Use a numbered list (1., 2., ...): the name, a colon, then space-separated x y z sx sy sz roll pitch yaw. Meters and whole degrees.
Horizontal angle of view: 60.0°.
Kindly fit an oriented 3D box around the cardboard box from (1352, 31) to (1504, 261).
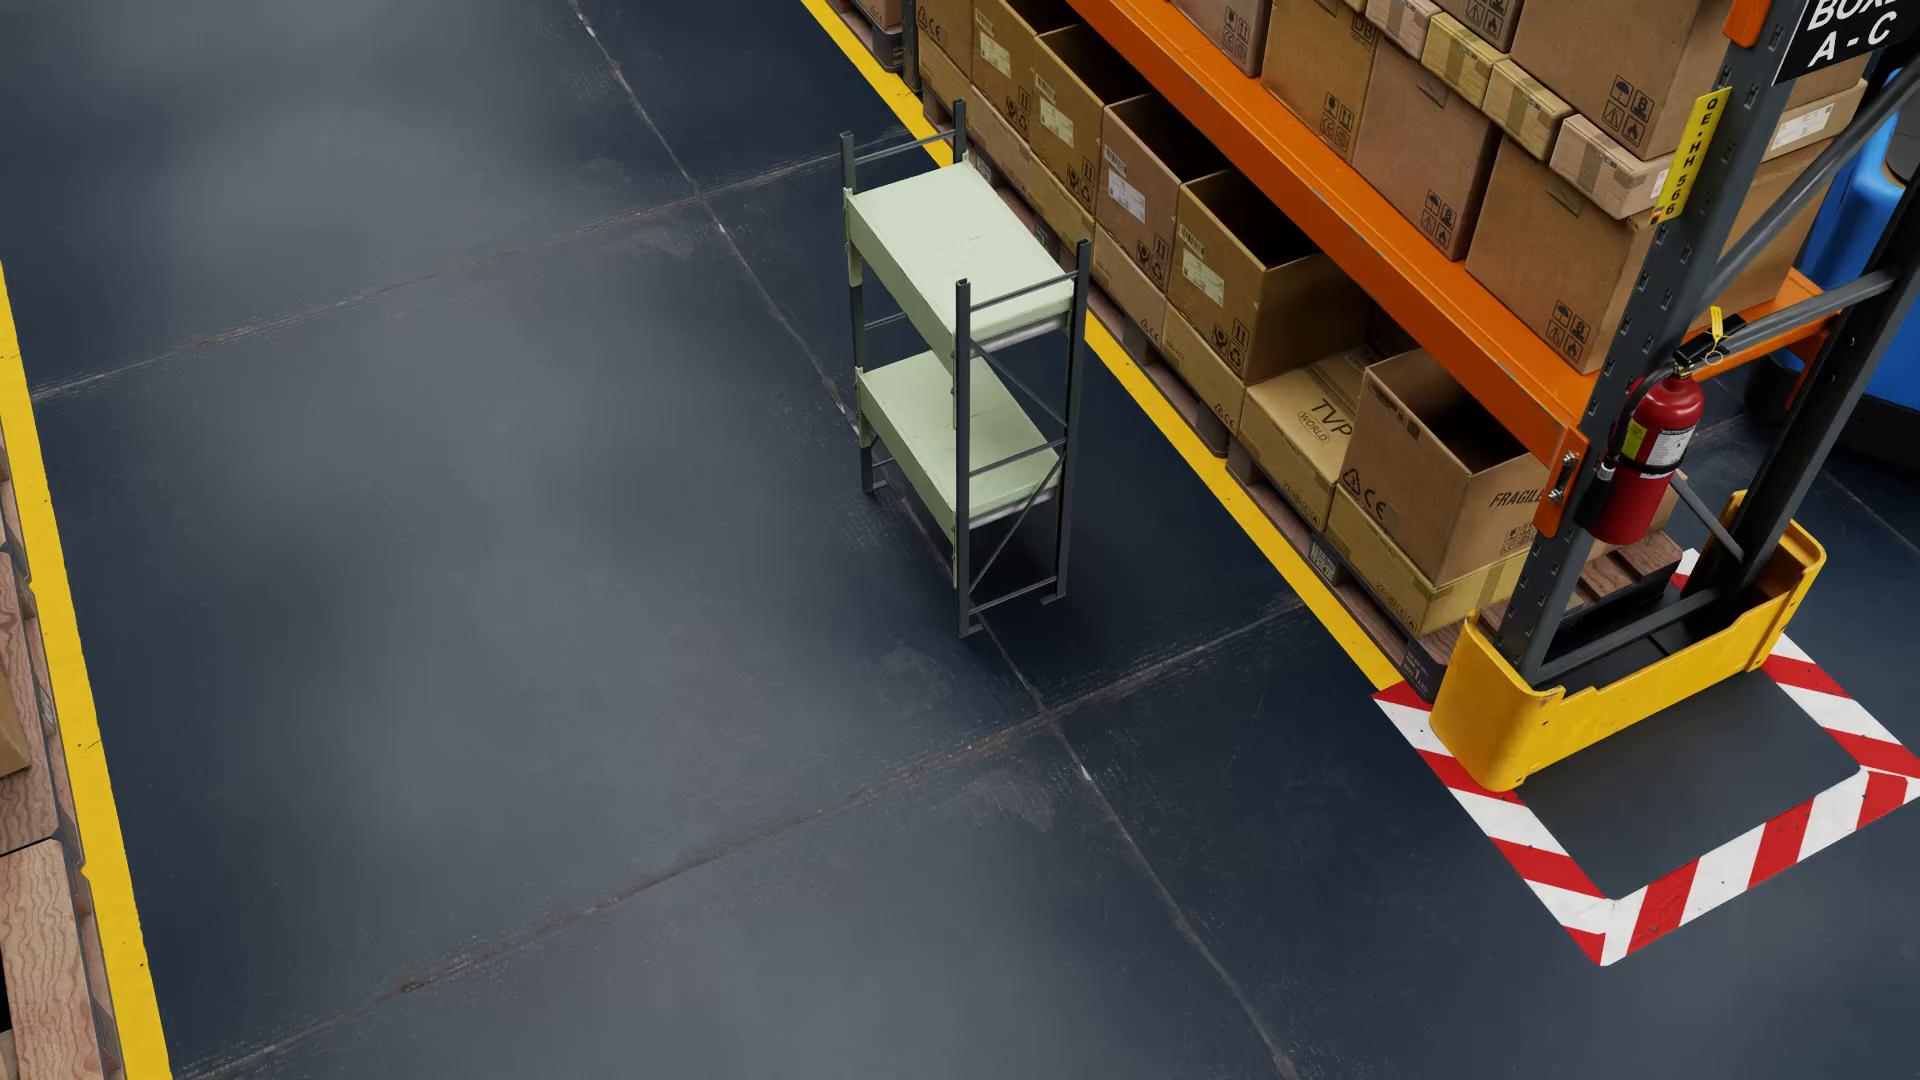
1. cardboard box: 1.597 -1.232 4.768 0.700 0.500 0.500 -20 52 -17

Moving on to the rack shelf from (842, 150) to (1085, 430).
1. rack shelf: 0.003 -0.746 4.888 0.431 0.370 0.720 -21 52 -18

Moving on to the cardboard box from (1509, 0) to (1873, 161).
1. cardboard box: 1.817 -1.344 4.005 0.700 0.500 0.500 -21 52 -17

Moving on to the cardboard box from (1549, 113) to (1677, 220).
1. cardboard box: 1.700 -0.969 4.107 0.380 0.149 0.250 -22 52 -18

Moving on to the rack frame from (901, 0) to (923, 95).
1. rack frame: 0.213 -3.209 6.564 1.000 3.000 0.127 -21 52 -18

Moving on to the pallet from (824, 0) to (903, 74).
1. pallet: -0.158 -2.771 8.033 1.003 0.211 1.213 -21 52 -18

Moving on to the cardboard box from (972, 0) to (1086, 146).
1. cardboard box: 0.383 -1.939 6.503 0.500 0.500 0.500 -21 52 -18

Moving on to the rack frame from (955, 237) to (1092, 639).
1. rack frame: 0.171 -0.244 4.967 0.400 1.500 0.023 -21 52 -18

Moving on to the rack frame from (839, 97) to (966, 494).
1. rack frame: -0.164 -0.734 5.396 0.400 1.500 0.023 -21 52 -18

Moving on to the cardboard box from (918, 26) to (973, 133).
1. cardboard box: 0.156 -2.027 7.078 0.500 0.250 0.500 -21 52 -18

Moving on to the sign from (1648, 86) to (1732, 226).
1. sign: 1.555 -0.814 3.542 0.100 0.325 0.005 -21 52 -18

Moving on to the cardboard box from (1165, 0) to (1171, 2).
1. cardboard box: 0.895 -2.259 5.667 0.700 0.500 0.500 -20 52 -17

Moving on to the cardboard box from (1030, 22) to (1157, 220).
1. cardboard box: 0.605 -1.602 6.208 0.500 0.500 0.500 -21 52 -18

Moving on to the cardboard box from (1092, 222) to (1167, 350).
1. cardboard box: 0.839 -1.022 6.199 0.500 0.250 0.500 -21 52 -18

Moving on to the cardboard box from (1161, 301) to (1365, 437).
1. cardboard box: 1.066 -0.687 5.906 0.500 0.250 0.500 -21 52 -18

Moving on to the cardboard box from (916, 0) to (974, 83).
1. cardboard box: 0.147 -2.271 6.793 0.500 0.500 0.500 -21 52 -18

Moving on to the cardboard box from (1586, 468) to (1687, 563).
1. cardboard box: 1.996 -0.201 5.480 0.500 0.250 0.500 -21 52 -18

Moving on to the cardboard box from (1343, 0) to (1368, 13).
1. cardboard box: 1.228 -1.659 4.711 0.380 0.149 0.250 -20 52 -16

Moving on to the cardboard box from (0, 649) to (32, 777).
1. cardboard box: -3.148 0.471 4.714 0.700 0.500 0.500 -24 53 -20

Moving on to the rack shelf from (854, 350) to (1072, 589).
1. rack shelf: 0.003 -0.275 5.427 0.431 0.370 0.720 -21 52 -18

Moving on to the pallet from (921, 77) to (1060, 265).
1. pallet: 0.540 -1.745 7.136 1.003 0.211 1.213 -21 52 -18

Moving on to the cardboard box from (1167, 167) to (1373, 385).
1. cardboard box: 1.063 -0.933 5.623 0.500 0.500 0.500 -21 52 -18

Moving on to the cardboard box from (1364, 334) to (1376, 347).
1. cardboard box: 1.536 -0.869 6.065 0.500 0.250 0.500 -21 52 -18

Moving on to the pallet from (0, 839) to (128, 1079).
1. pallet: -2.734 1.488 4.308 1.003 0.211 1.213 -21 52 -18

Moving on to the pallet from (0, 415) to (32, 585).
1. pallet: -3.851 -0.145 5.737 1.003 0.211 1.213 -21 52 -18

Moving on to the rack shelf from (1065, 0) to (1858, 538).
1. rack shelf: 1.129 -1.634 5.664 1.077 0.370 4.000 -21 52 -18

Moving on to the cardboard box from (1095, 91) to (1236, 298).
1. cardboard box: 0.836 -1.268 5.916 0.500 0.500 0.500 -21 52 -18

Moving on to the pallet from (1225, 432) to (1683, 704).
1. pallet: 1.657 -0.112 5.707 1.003 0.211 1.213 -21 52 -18

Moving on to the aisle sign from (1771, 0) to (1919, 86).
1. aisle sign: 1.813 -1.243 3.117 0.394 0.787 0.004 -21 52 -18

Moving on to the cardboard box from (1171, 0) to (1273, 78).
1. cardboard box: 1.131 -1.917 5.368 0.700 0.500 0.500 -20 52 -16

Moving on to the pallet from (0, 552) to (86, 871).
1. pallet: -3.288 0.672 5.022 1.003 0.211 1.213 -21 52 -18

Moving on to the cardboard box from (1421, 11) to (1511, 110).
1. cardboard box: 1.461 -1.314 4.410 0.380 0.149 0.250 -22 52 -18

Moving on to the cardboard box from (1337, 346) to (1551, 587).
1. cardboard box: 1.534 -0.268 5.042 0.500 0.500 0.500 -21 52 -18

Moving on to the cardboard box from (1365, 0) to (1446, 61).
1. cardboard box: 1.348 -1.484 4.557 0.380 0.149 0.250 -21 52 -17

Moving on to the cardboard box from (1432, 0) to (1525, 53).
1. cardboard box: 1.572 -1.695 4.311 0.700 0.500 0.500 -22 53 -18

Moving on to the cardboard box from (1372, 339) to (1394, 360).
1. cardboard box: 1.764 -0.534 5.772 0.500 0.250 0.500 -21 52 -18

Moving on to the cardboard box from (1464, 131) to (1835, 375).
1. cardboard box: 1.842 -0.882 4.462 0.700 0.500 0.500 -21 52 -18

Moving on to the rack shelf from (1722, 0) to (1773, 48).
1. rack shelf: 1.129 -2.621 4.535 1.077 0.370 4.000 -21 52 -18

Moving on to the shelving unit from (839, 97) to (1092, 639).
1. shelving unit: 0.003 -0.489 5.182 0.431 1.500 0.755 -21 52 -18

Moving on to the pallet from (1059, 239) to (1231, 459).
1. pallet: 1.102 -0.927 6.420 1.003 0.211 1.213 -21 52 -18

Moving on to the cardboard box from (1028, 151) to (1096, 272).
1. cardboard box: 0.605 -1.355 6.490 0.500 0.250 0.500 -21 52 -18

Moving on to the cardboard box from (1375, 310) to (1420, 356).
1. cardboard box: 1.766 -0.782 5.490 0.500 0.500 0.500 -21 52 -18

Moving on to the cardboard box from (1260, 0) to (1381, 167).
1. cardboard box: 1.375 -1.566 5.060 0.700 0.500 0.500 -21 52 -17

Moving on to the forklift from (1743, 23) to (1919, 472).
1. forklift: 4.037 -2.188 5.717 1.130 2.935 3.031 23 53 19

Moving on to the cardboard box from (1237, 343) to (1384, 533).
1. cardboard box: 1.296 -0.353 5.614 0.500 0.250 0.500 -21 52 -18

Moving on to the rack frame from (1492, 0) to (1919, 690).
1. rack frame: 2.044 -0.532 4.223 1.000 3.000 0.127 -21 52 -18

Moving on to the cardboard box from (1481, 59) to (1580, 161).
1. cardboard box: 1.579 -1.143 4.260 0.380 0.149 0.250 -20 52 -17

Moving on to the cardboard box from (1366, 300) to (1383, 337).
1. cardboard box: 1.525 -1.112 5.779 0.500 0.500 0.500 -21 52 -18

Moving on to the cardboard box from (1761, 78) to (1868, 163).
1. cardboard box: 2.056 -1.115 4.235 0.380 0.149 0.250 -22 52 -18

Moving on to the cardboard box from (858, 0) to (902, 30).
1. cardboard box: -0.234 -2.620 7.596 0.500 0.250 0.500 -22 52 -18

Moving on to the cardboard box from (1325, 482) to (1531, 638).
1. cardboard box: 1.536 -0.022 5.324 0.500 0.250 0.500 -21 52 -18

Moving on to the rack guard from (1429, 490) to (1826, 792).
1. rack guard: 2.055 0.307 5.149 1.175 0.500 0.348 -21 52 -18

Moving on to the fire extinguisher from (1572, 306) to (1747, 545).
1. fire extinguisher: 1.685 -0.268 4.043 0.296 0.674 0.183 -21 52 -18

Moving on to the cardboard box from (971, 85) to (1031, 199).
1. cardboard box: 0.380 -1.691 6.784 0.500 0.250 0.500 -21 52 -18
